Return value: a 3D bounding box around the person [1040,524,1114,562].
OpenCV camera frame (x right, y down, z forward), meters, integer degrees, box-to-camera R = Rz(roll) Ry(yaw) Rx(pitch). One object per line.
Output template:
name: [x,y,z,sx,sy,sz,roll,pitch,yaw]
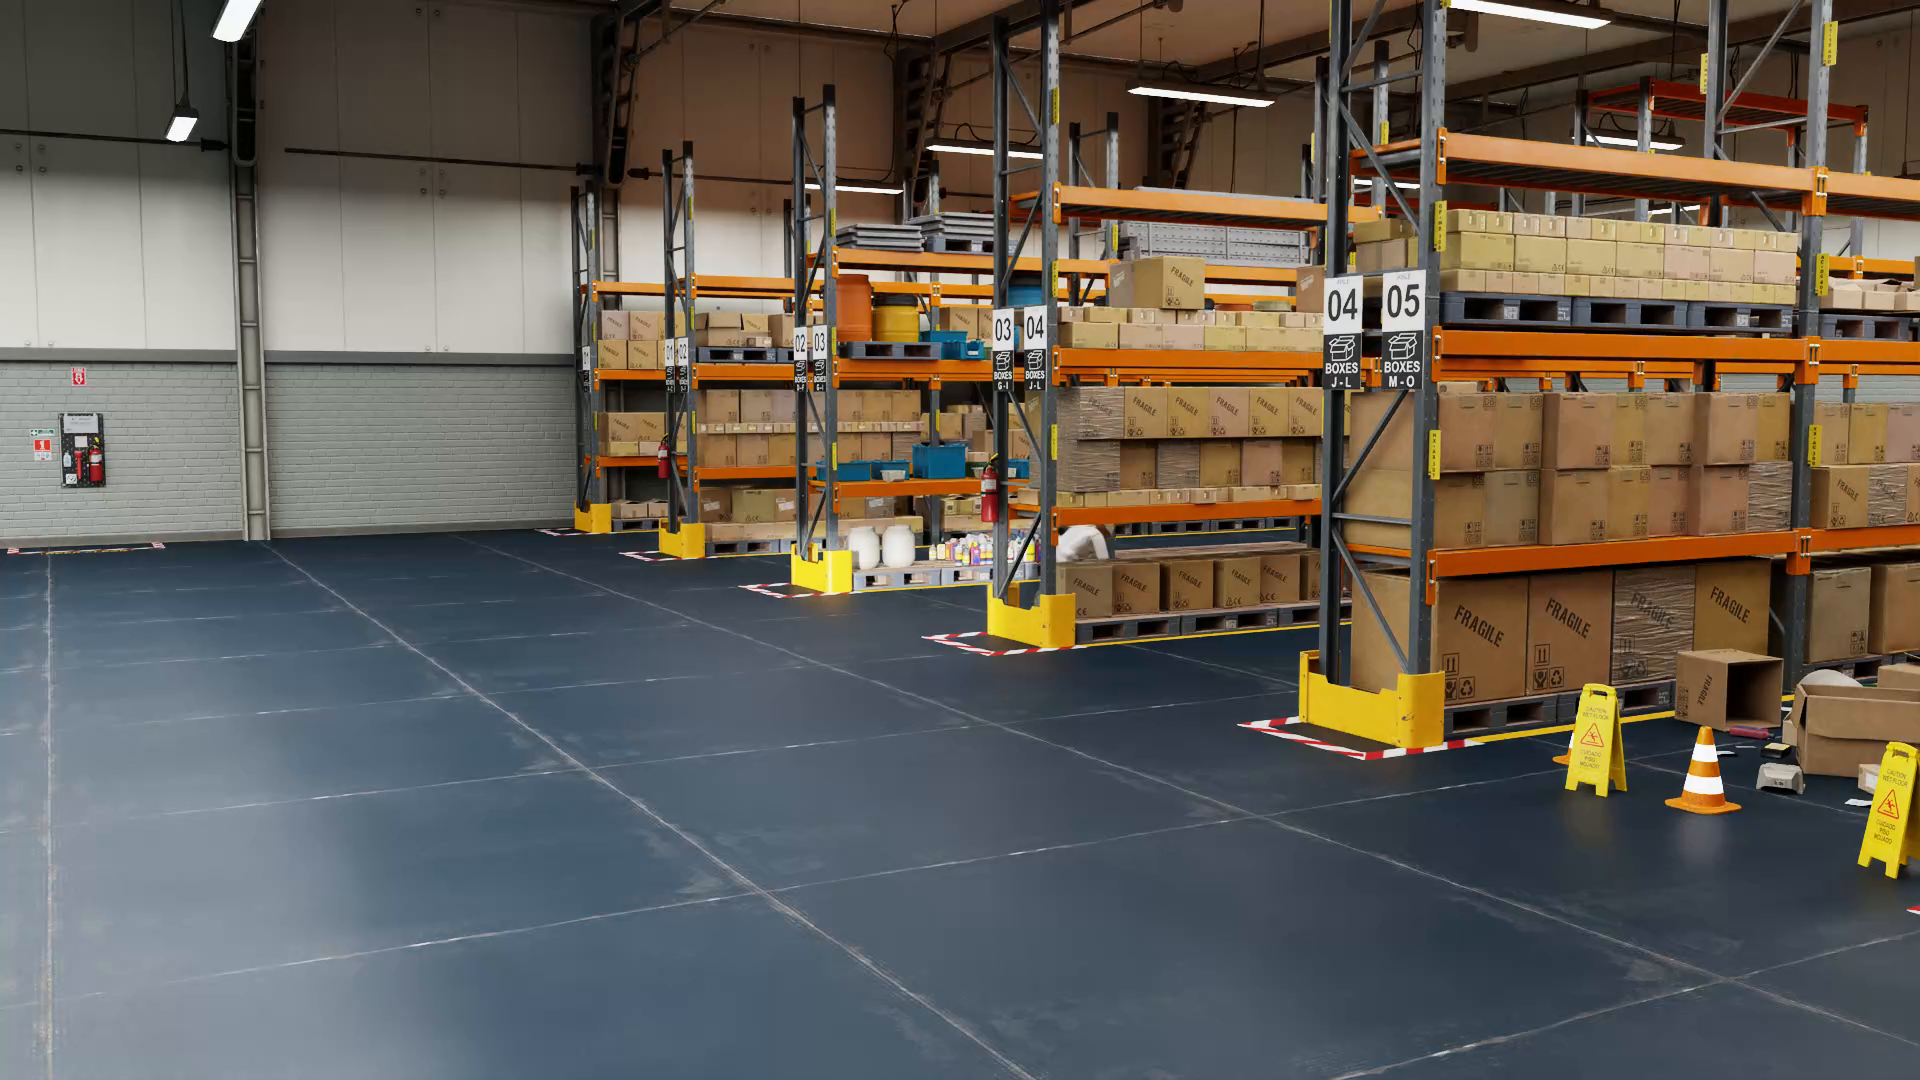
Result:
person: [1.281,0.284,17.938,0.879,1.063,0.598,-2,6,-25]
